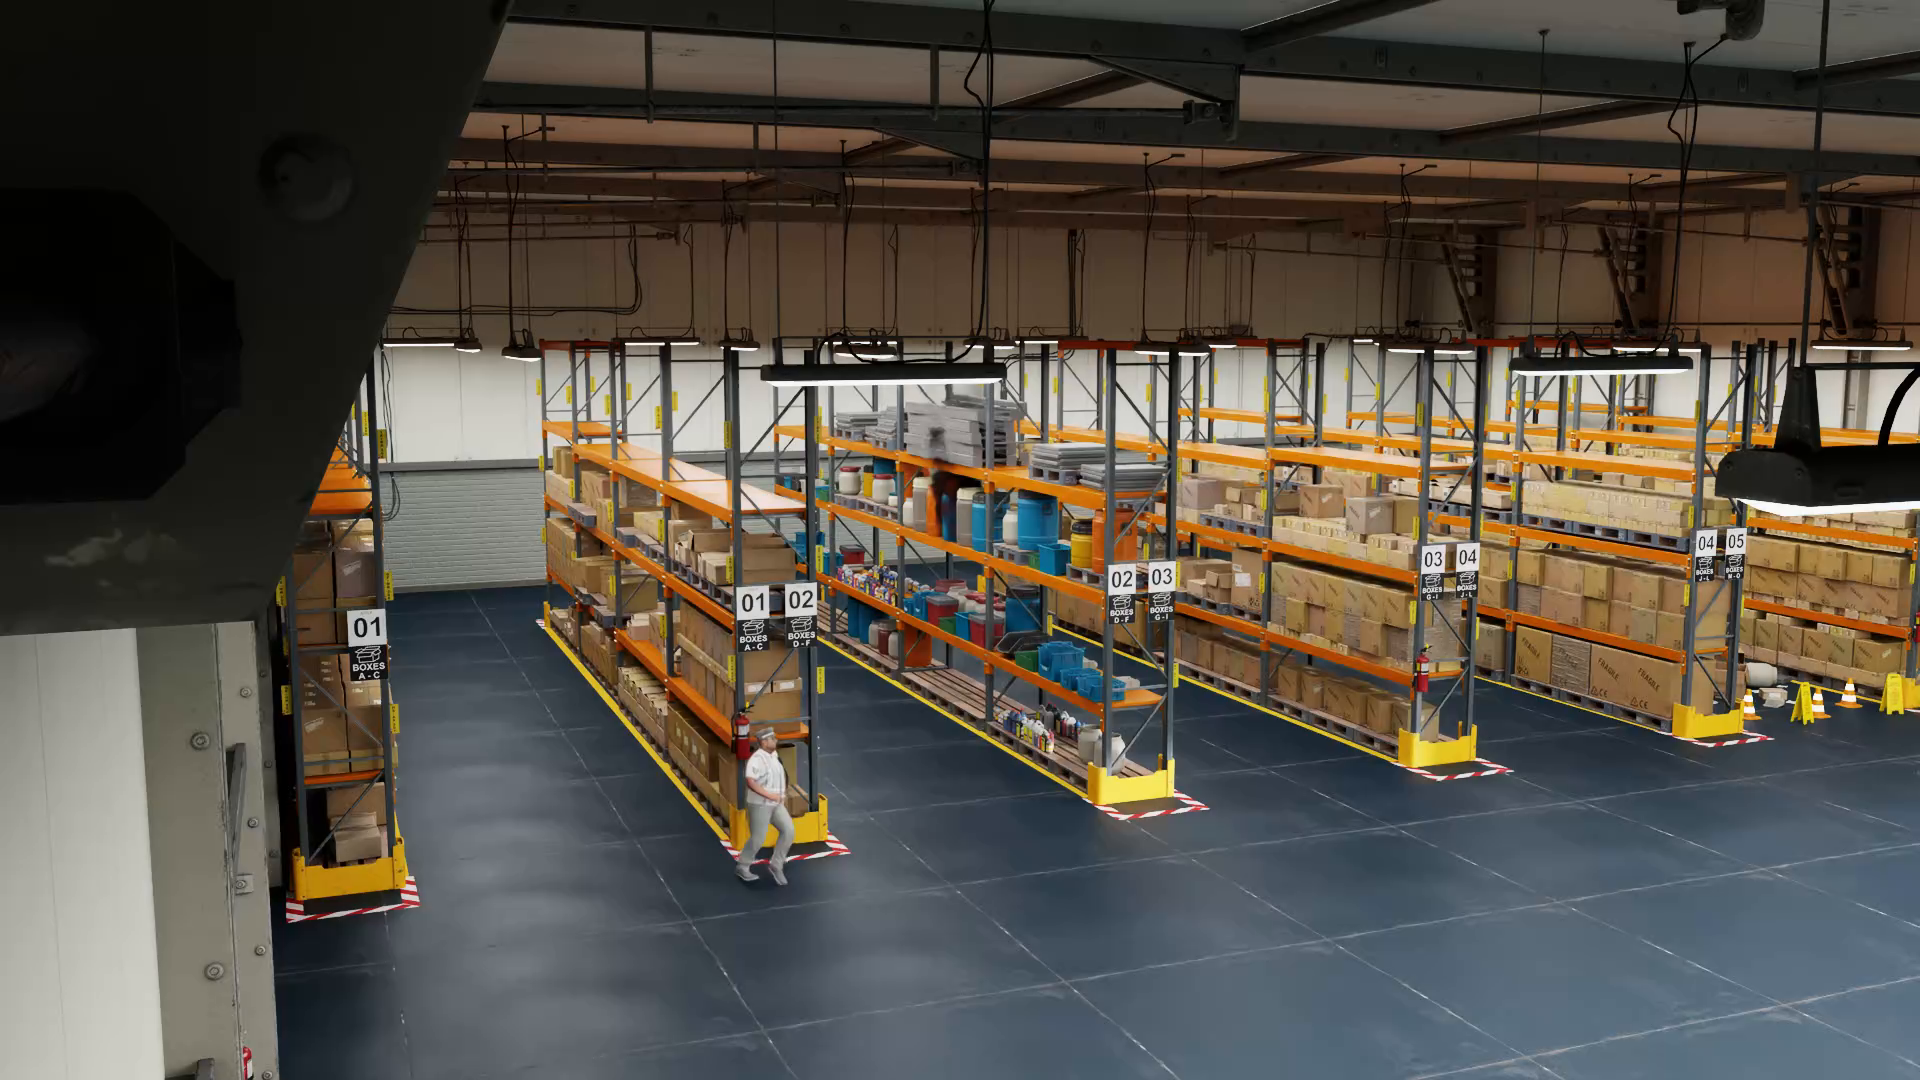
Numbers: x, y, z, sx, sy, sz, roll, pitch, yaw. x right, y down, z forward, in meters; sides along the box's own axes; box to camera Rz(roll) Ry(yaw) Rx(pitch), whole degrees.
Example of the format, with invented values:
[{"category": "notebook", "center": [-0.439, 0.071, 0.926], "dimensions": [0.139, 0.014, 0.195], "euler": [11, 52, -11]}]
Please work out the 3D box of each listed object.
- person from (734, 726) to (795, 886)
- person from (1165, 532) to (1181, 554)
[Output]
[{"category": "person", "center": [-2.183, 3.017, 18.973], "dimensions": [0.643, 1.796, 0.714], "euler": [4, 8, 28]}, {"category": "person", "center": [5.394, 0.066, 41.771], "dimensions": [0.625, 1.694, 0.788], "euler": [0, 7, 2]}]
